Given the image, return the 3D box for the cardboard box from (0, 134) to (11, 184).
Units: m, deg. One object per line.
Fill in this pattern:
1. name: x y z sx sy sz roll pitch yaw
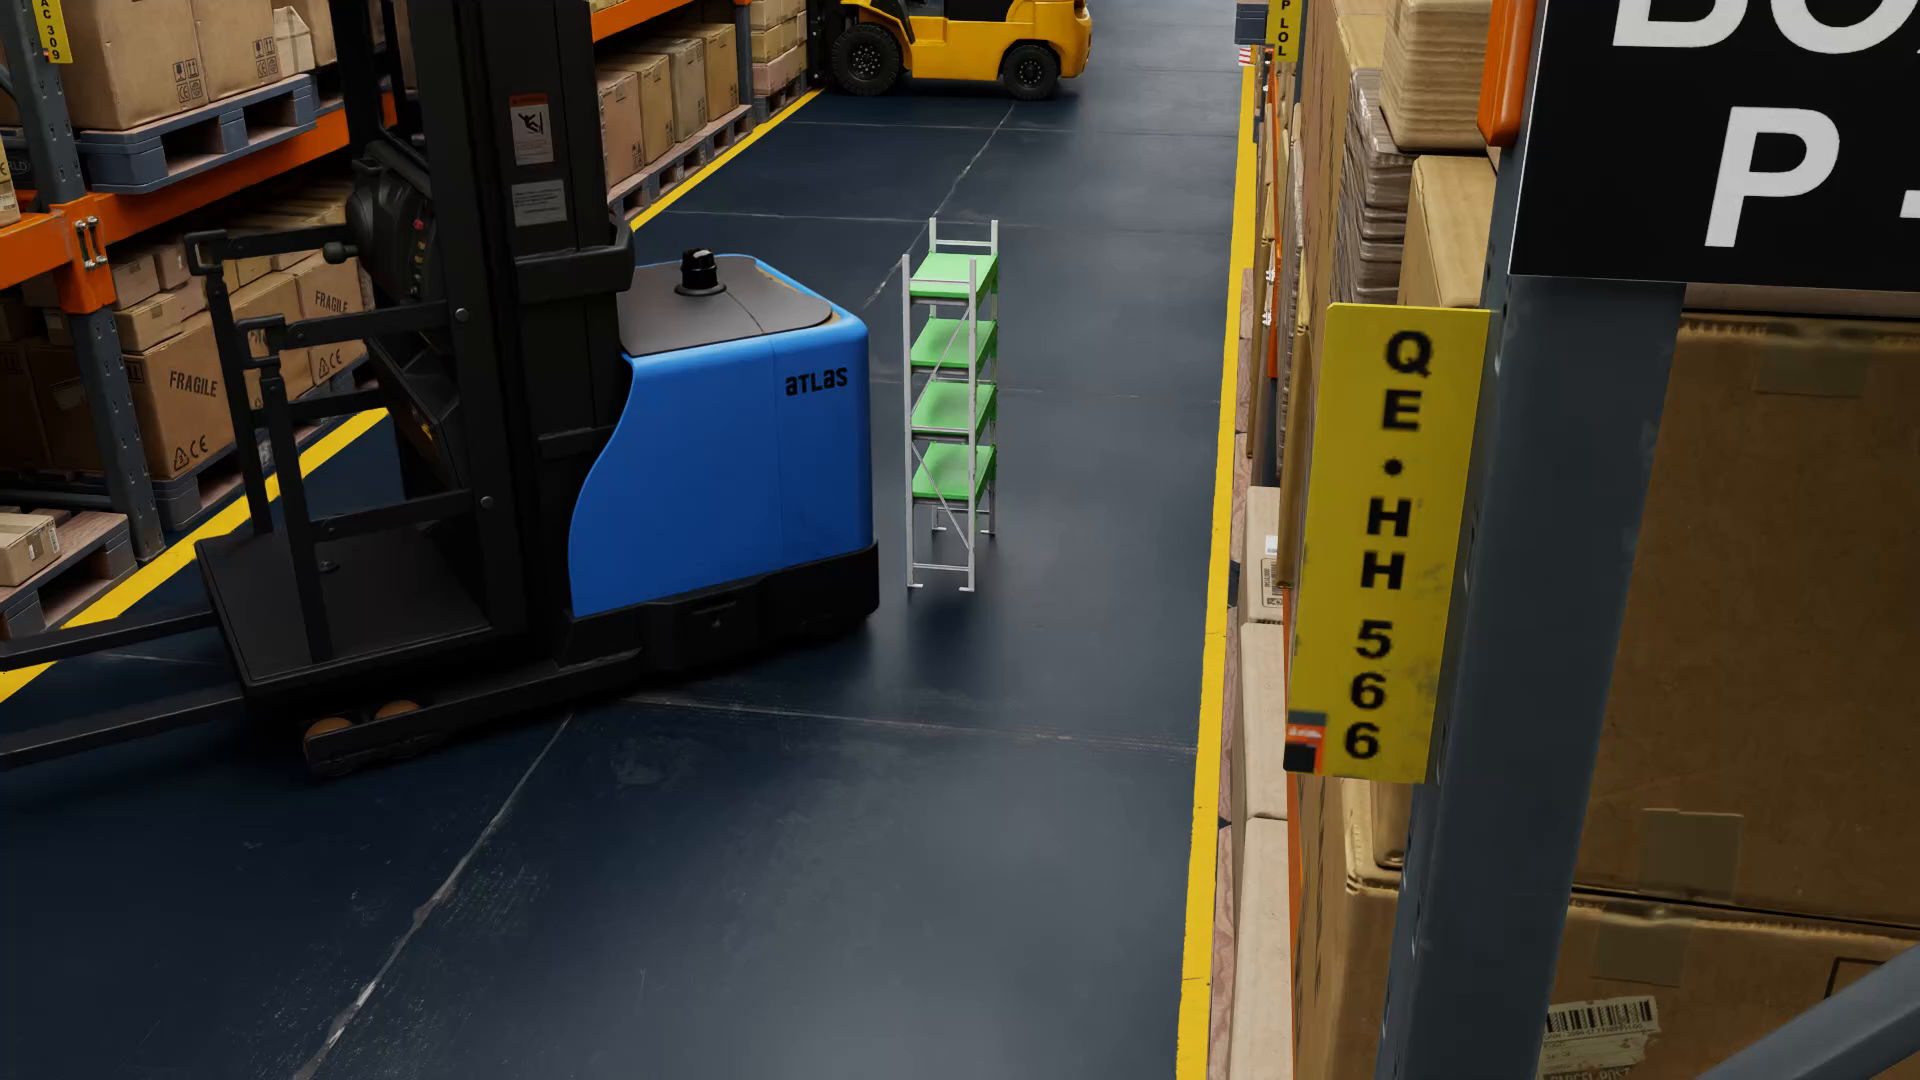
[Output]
1. cardboard box: -3.287 -1.166 5.029 0.500 0.250 0.500 5 25 10

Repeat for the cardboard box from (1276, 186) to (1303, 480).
1. cardboard box: 0.944 -0.436 3.525 0.500 0.500 0.500 4 25 9

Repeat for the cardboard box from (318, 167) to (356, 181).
1. cardboard box: -2.850 -1.695 8.020 0.380 0.149 0.250 4 25 8

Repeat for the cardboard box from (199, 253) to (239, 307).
1. cardboard box: -3.124 -1.042 6.625 0.380 0.149 0.250 3 25 6

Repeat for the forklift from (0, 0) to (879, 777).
1. forklift: -1.808 -0.901 4.718 3.031 2.935 1.130 -14 28 -27

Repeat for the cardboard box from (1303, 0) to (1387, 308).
1. cardboard box: 0.868 -0.667 2.840 0.500 0.500 0.500 4 25 8

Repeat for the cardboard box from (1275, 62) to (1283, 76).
1. cardboard box: 1.505 -1.988 6.547 0.500 0.250 0.500 4 25 9

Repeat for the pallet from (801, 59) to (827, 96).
1. pallet: -1.769 -4.253 15.088 1.003 0.211 1.213 4 25 9

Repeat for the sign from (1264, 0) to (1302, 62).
1. sign: 0.916 -1.509 4.663 0.100 0.325 0.005 4 25 9

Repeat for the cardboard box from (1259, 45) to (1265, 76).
1. cardboard box: 2.592 -3.883 12.871 0.500 0.500 0.500 4 25 8

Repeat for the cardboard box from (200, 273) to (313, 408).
1. cardboard box: -3.066 -0.797 6.868 0.500 0.500 0.500 4 25 8

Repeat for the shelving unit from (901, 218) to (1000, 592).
1. shelving unit: -0.027 -0.474 5.848 0.258 1.200 0.503 4 25 9

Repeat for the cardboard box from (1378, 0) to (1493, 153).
1. cardboard box: 0.637 -0.491 1.699 0.380 0.149 0.250 4 25 8

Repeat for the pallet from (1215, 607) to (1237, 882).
1. pallet: 1.251 0.589 4.743 1.003 0.211 1.213 4 25 9

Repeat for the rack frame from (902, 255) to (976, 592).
1. rack frame: -0.067 -0.372 5.630 0.240 1.200 0.015 4 25 9

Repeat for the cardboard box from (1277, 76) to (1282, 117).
1. cardboard box: 1.621 -1.969 7.096 0.500 0.250 0.500 5 26 10

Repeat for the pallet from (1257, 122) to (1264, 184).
1. pallet: 2.635 -2.744 11.863 1.003 0.211 1.213 4 25 9

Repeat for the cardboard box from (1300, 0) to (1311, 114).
1. cardboard box: 1.136 -1.302 4.197 0.500 0.500 0.500 4 25 9

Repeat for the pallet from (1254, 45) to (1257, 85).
1. pallet: 3.234 -4.373 15.344 1.003 0.211 1.213 4 25 9

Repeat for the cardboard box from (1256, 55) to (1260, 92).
1. cardboard box: 2.669 -3.767 13.507 0.500 0.250 0.500 3 25 7

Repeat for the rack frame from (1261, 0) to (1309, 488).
1. rack frame: 1.453 -0.987 4.820 1.000 3.000 0.127 4 25 9

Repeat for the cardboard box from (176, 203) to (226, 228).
1. cardboard box: -3.499 -1.399 7.389 0.380 0.149 0.250 4 25 9

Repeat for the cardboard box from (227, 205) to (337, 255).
1. cardboard box: -2.972 -1.363 7.311 0.380 0.149 0.250 5 26 10

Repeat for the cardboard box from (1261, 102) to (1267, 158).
1. cardboard box: 2.563 -2.812 11.324 0.950 0.372 0.625 6 26 12

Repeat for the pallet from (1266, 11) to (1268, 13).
1. pallet: 2.390 -3.403 10.209 1.003 0.211 1.213 4 25 9

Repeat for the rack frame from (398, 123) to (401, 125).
1. rack frame: -2.791 -3.002 9.125 1.000 3.000 0.127 4 25 9

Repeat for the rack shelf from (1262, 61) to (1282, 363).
1. rack shelf: 1.780 -1.497 6.759 1.077 0.370 4.000 4 25 9

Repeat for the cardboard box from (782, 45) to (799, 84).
1. cardboard box: -1.664 -4.013 14.032 0.500 0.250 0.500 3 25 7

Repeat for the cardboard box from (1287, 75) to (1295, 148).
1. cardboard box: 1.285 -1.346 5.175 0.500 0.250 0.500 4 25 8

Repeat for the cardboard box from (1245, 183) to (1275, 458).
1. cardboard box: 1.615 -0.858 6.555 0.875 0.875 0.875 5 26 10

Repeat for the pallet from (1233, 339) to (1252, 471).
1. pallet: 1.702 -0.563 7.205 1.003 0.211 1.213 4 25 9

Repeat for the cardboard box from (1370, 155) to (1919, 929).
1. cardboard box: 0.643 -0.030 1.478 0.500 0.500 0.500 5 26 10

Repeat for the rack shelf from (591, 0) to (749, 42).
1. rack shelf: -2.464 -3.513 11.065 1.077 0.370 4.000 4 25 9

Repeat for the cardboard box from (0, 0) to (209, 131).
1. cardboard box: -3.145 -1.751 5.840 0.700 0.500 0.500 5 25 10

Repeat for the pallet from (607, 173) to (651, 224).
1. pallet: -2.618 -2.081 10.446 1.003 0.211 1.213 4 25 9

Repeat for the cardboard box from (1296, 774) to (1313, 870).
1. cardboard box: 0.714 0.212 2.141 0.500 0.500 0.500 3 25 7

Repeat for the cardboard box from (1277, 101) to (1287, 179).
1. cardboard box: 1.362 -1.337 5.744 0.500 0.250 0.500 4 25 8

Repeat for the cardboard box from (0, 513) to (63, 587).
1. cardboard box: -3.246 0.025 5.525 0.380 0.149 0.250 3 25 7

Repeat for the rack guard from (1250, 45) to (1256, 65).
1. rack guard: 3.402 -4.842 16.004 1.175 0.500 0.348 4 25 9

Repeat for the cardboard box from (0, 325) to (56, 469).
1. cardboard box: -3.656 -0.613 6.474 0.500 0.500 0.500 4 25 8

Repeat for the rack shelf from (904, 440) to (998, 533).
1. rack shelf: -0.027 -0.199 5.977 0.258 0.148 0.480 4 25 9

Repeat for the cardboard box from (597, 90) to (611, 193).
1. cardboard box: -2.675 -2.377 10.095 0.875 0.625 0.625 5 26 10

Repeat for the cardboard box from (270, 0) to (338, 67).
1. cardboard box: -2.932 -2.296 7.004 0.700 0.500 0.500 4 25 8

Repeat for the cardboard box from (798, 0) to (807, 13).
1. cardboard box: -1.585 -4.675 14.268 0.500 0.250 0.500 5 26 10

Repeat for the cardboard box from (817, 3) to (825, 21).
1. cardboard box: -1.496 -4.658 14.822 0.500 0.250 0.500 4 25 8

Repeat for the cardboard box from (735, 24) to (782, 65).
1. cardboard box: -1.754 -4.027 13.473 0.500 0.250 0.500 4 25 8

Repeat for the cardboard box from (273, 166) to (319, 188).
1. cardboard box: -3.346 -1.719 8.071 0.380 0.149 0.250 3 25 7

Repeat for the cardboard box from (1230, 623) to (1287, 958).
1. cardboard box: 1.099 0.613 3.929 0.875 0.438 0.875 3 25 7

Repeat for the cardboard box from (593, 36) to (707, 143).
1. cardboard box: -2.346 -3.247 11.953 0.875 0.625 0.625 4 25 8

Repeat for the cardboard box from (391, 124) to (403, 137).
1. cardboard box: -3.184 -2.157 9.008 0.380 0.149 0.250 5 26 11
